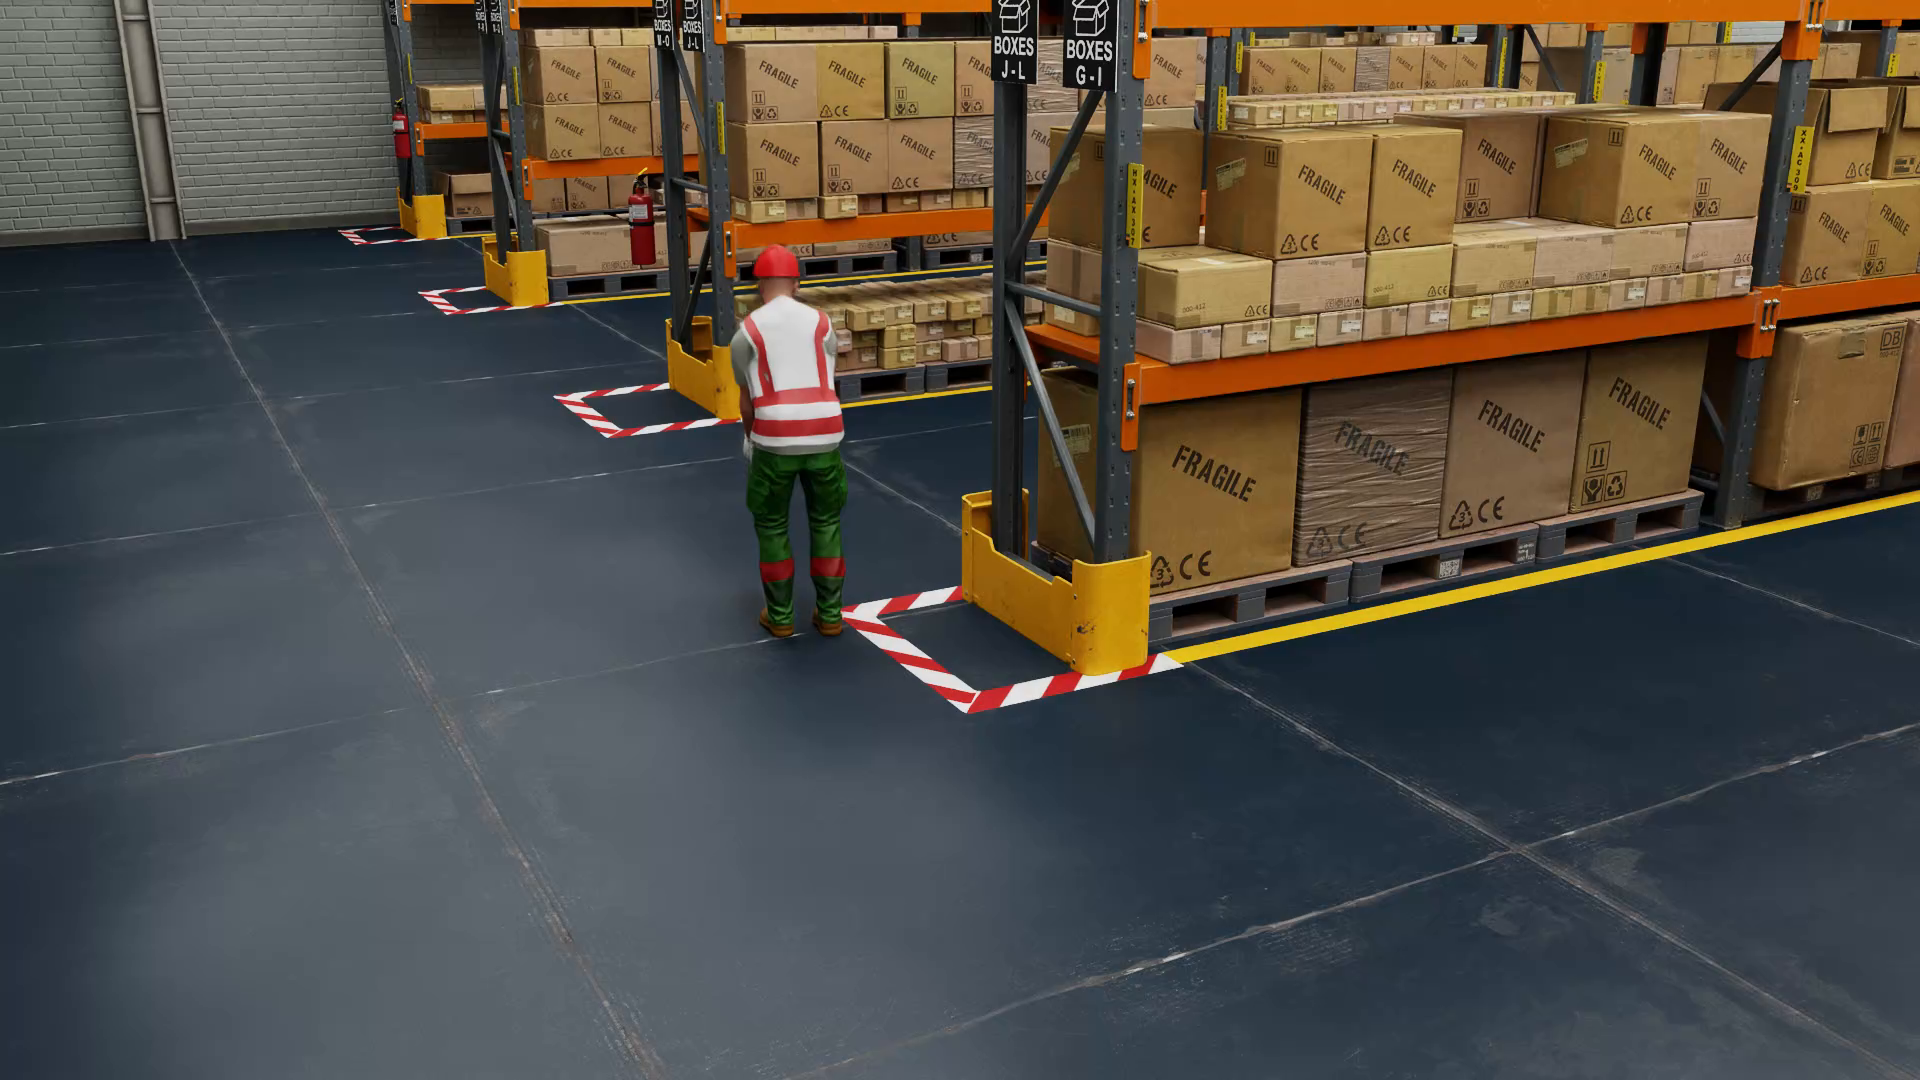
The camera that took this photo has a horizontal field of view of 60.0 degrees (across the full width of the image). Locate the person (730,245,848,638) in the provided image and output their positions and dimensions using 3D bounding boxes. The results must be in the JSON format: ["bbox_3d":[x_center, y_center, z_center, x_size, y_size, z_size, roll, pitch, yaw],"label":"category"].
[{"bbox_3d":[-0.764,-0.433,7.431,0.482,1.725,0.607,-6,19,-17],"label":"person"}]
